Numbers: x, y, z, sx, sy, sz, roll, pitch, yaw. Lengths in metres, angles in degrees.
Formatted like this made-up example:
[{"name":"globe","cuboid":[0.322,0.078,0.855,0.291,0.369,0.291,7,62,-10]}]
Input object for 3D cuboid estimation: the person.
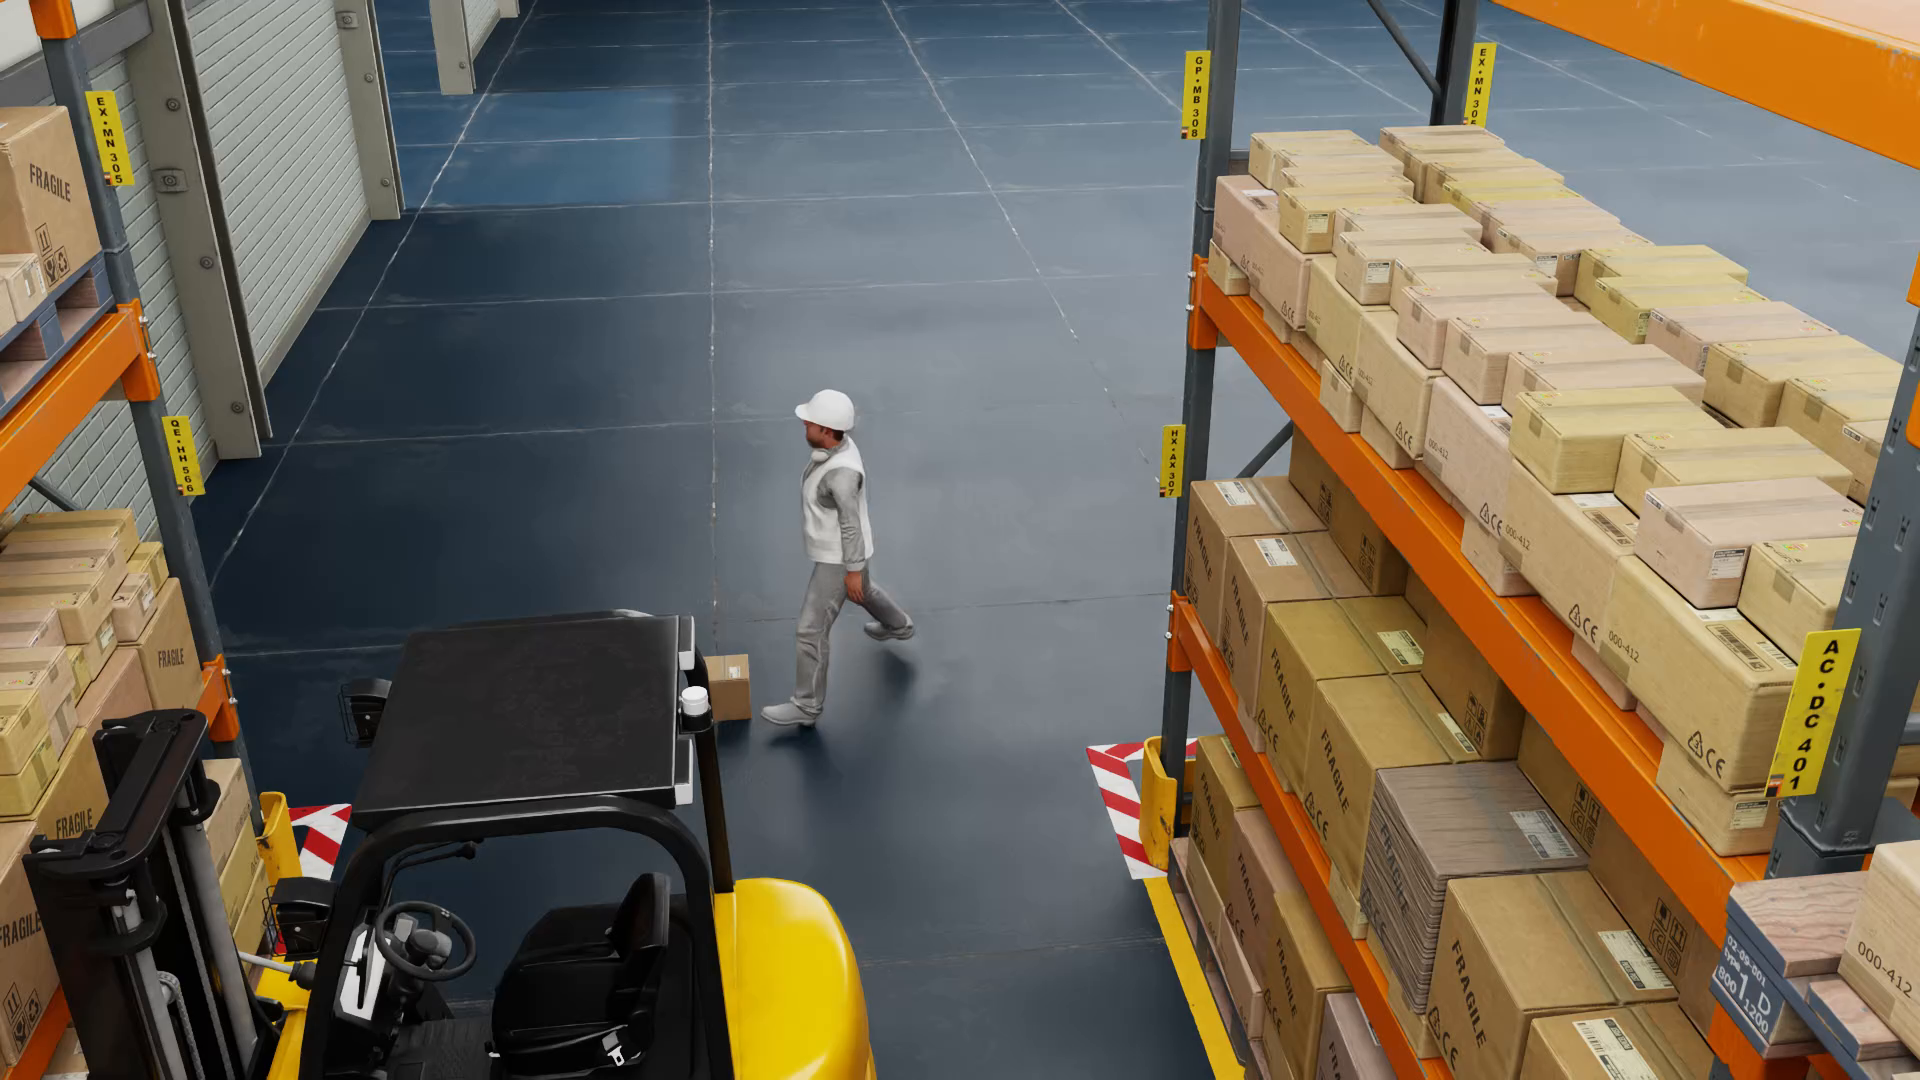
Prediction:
[{"name":"person","cuboid":[-0.648,0.006,8.614,0.871,1.736,0.892,-3,27,-7]}]
